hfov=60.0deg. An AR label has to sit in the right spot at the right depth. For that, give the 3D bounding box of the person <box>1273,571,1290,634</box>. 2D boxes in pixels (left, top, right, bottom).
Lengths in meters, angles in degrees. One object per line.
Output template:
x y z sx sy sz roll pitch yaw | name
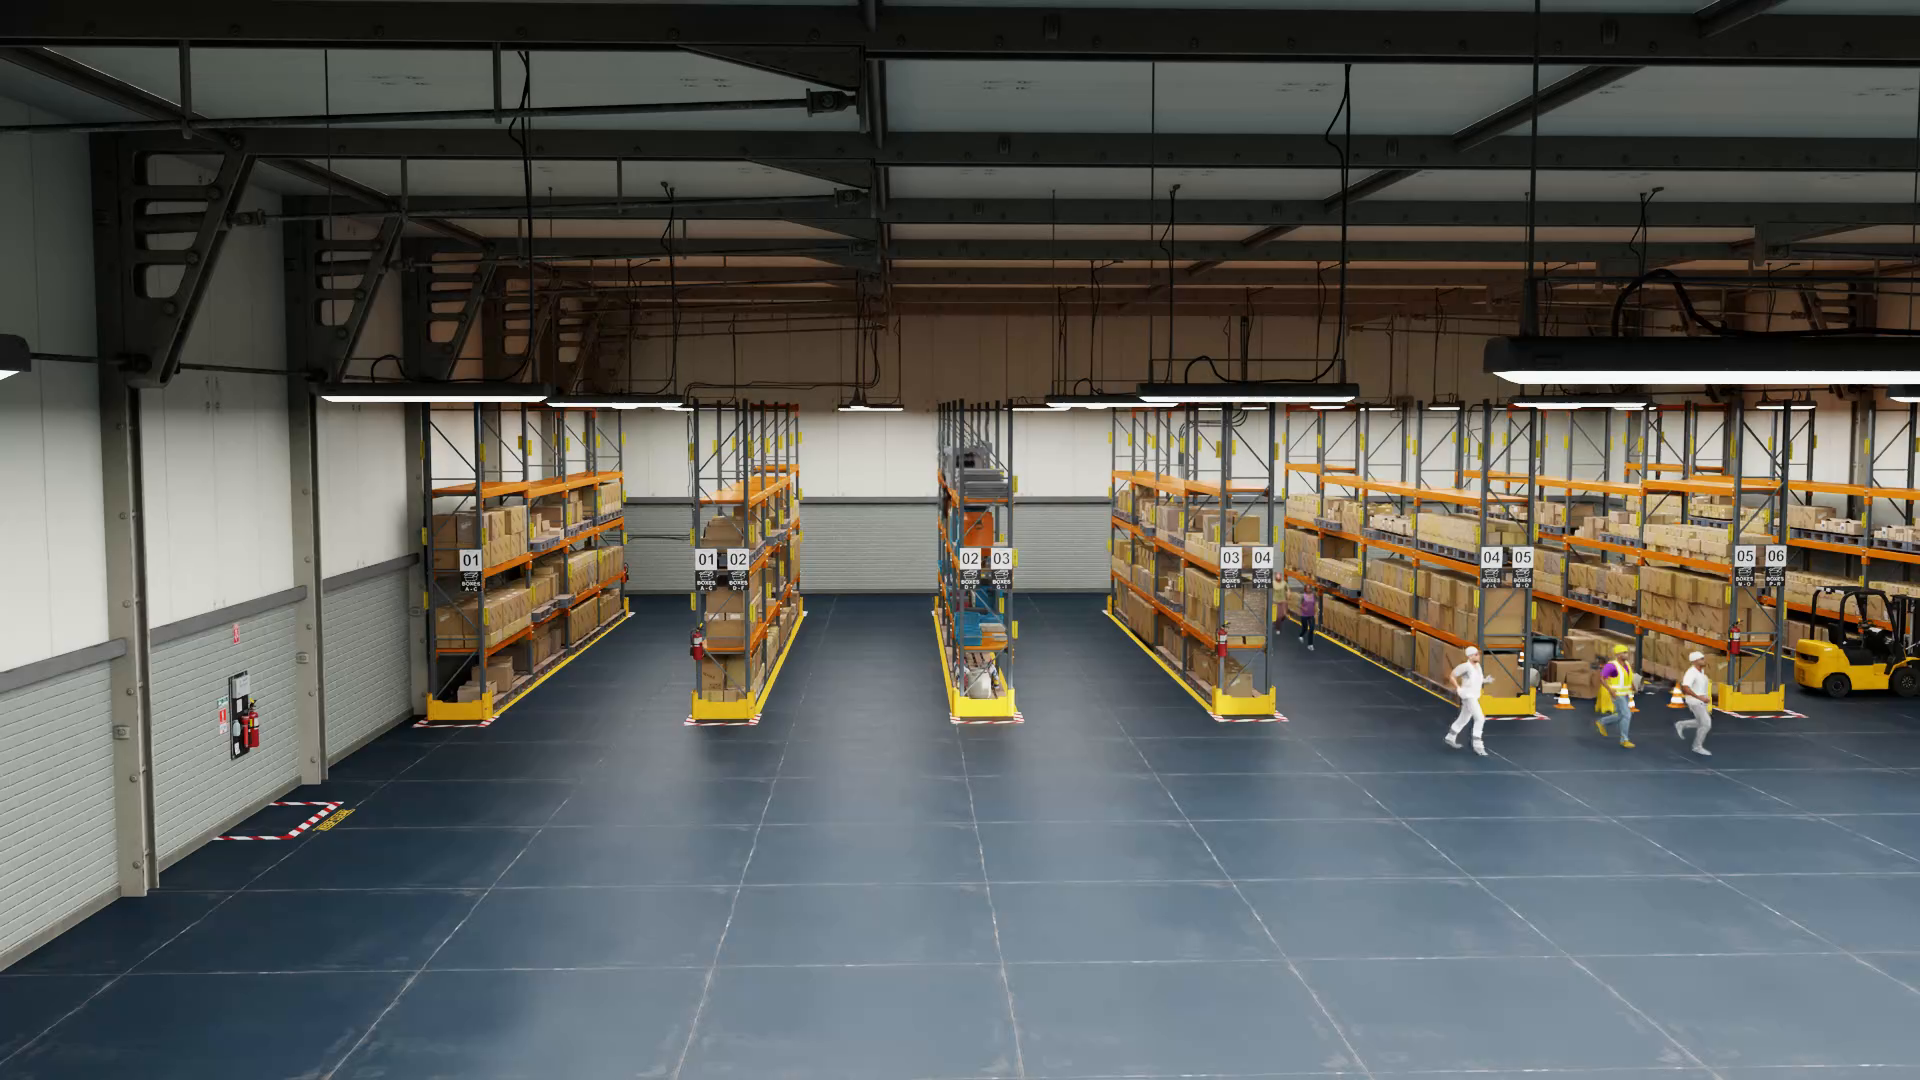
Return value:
8.311 1.630 43.274 0.586 1.632 0.529 0 4 1 | person

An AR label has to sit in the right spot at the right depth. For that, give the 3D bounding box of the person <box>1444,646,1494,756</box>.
8.601 2.705 28.090 0.801 1.850 0.619 3 5 36 | person

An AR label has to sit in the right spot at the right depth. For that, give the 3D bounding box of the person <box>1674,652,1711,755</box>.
12.400 2.743 28.123 0.614 1.722 0.735 3 5 35 | person

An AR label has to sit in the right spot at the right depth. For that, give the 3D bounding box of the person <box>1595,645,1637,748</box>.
11.364 2.676 28.787 0.717 1.752 0.820 -3 6 -39 | person

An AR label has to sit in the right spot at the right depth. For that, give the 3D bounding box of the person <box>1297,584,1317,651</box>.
8.447 1.852 40.425 0.537 1.587 0.860 -1 4 -7 | person
